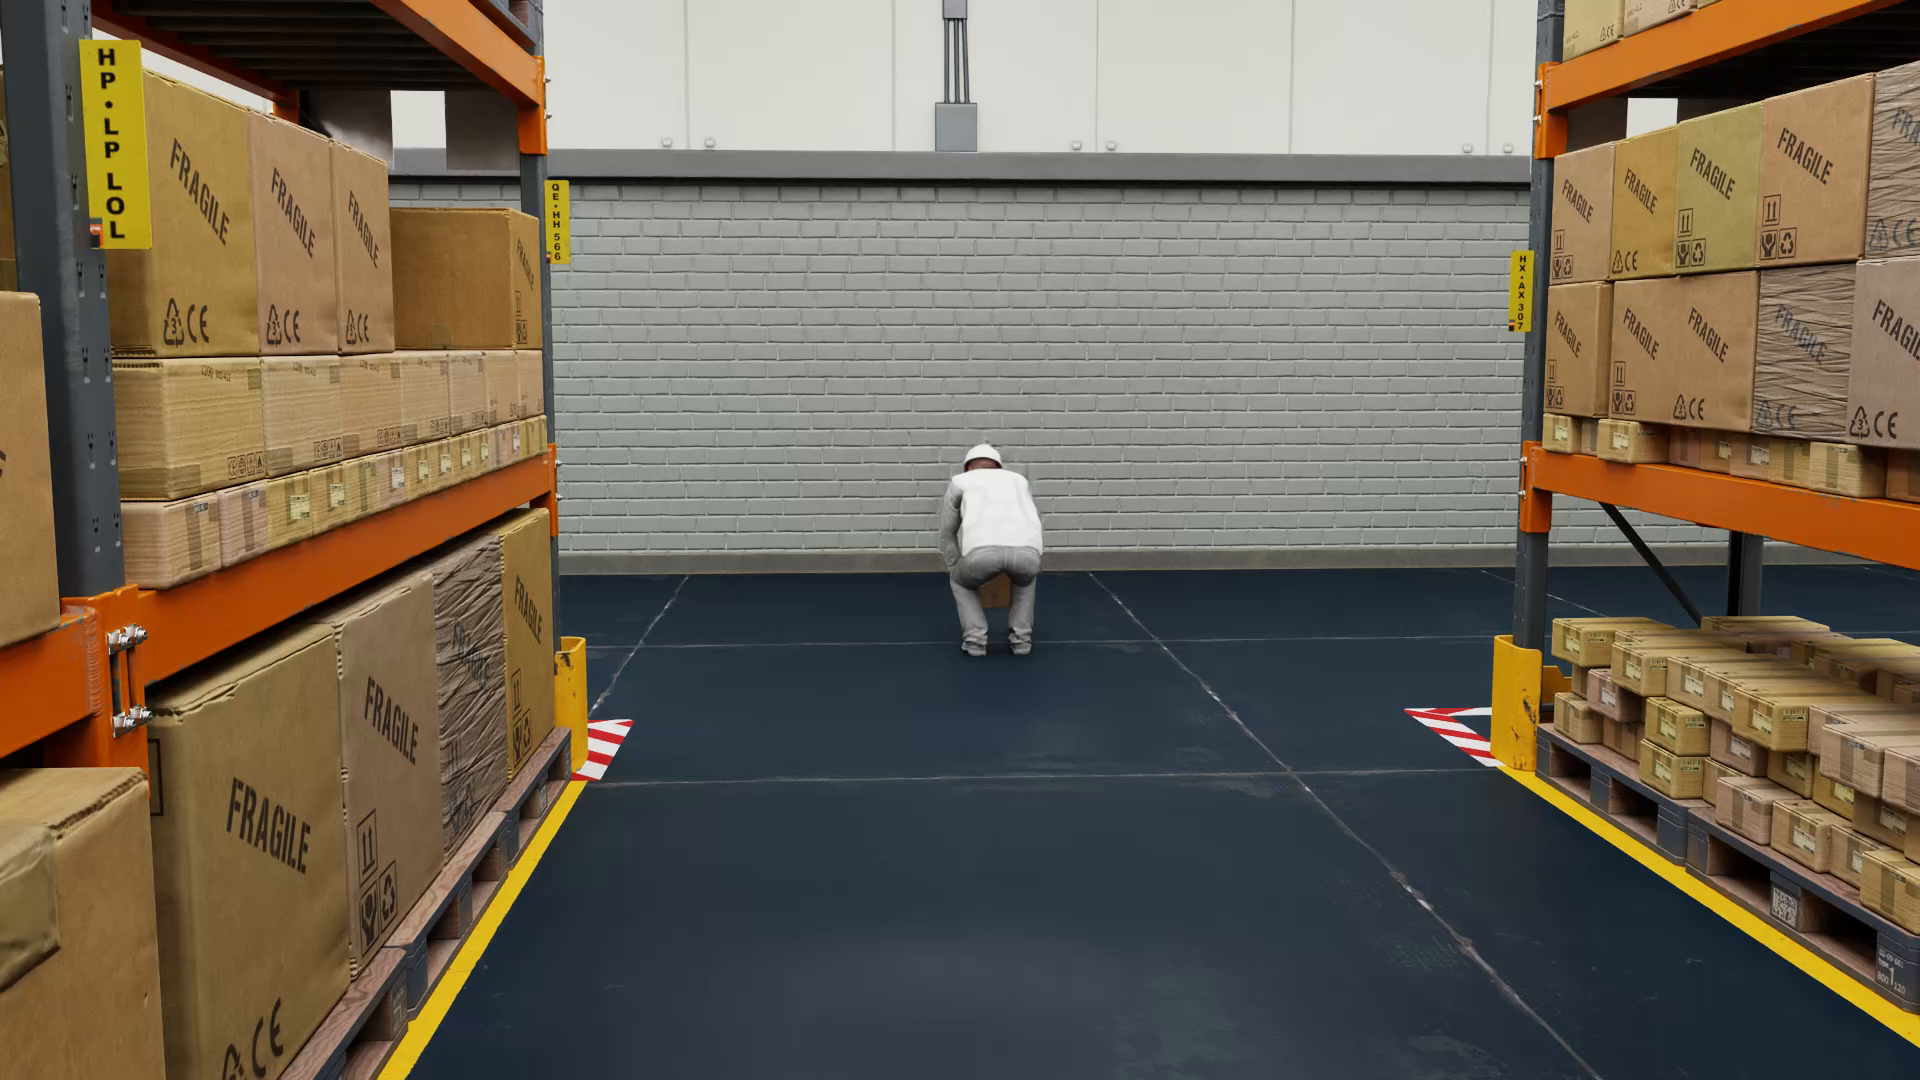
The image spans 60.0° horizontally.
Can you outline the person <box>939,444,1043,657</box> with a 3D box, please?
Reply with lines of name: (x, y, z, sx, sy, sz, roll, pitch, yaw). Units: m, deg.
person: (0.171, 0.053, 9.359, 0.560, 1.144, 0.862, 0, 7, -4)
